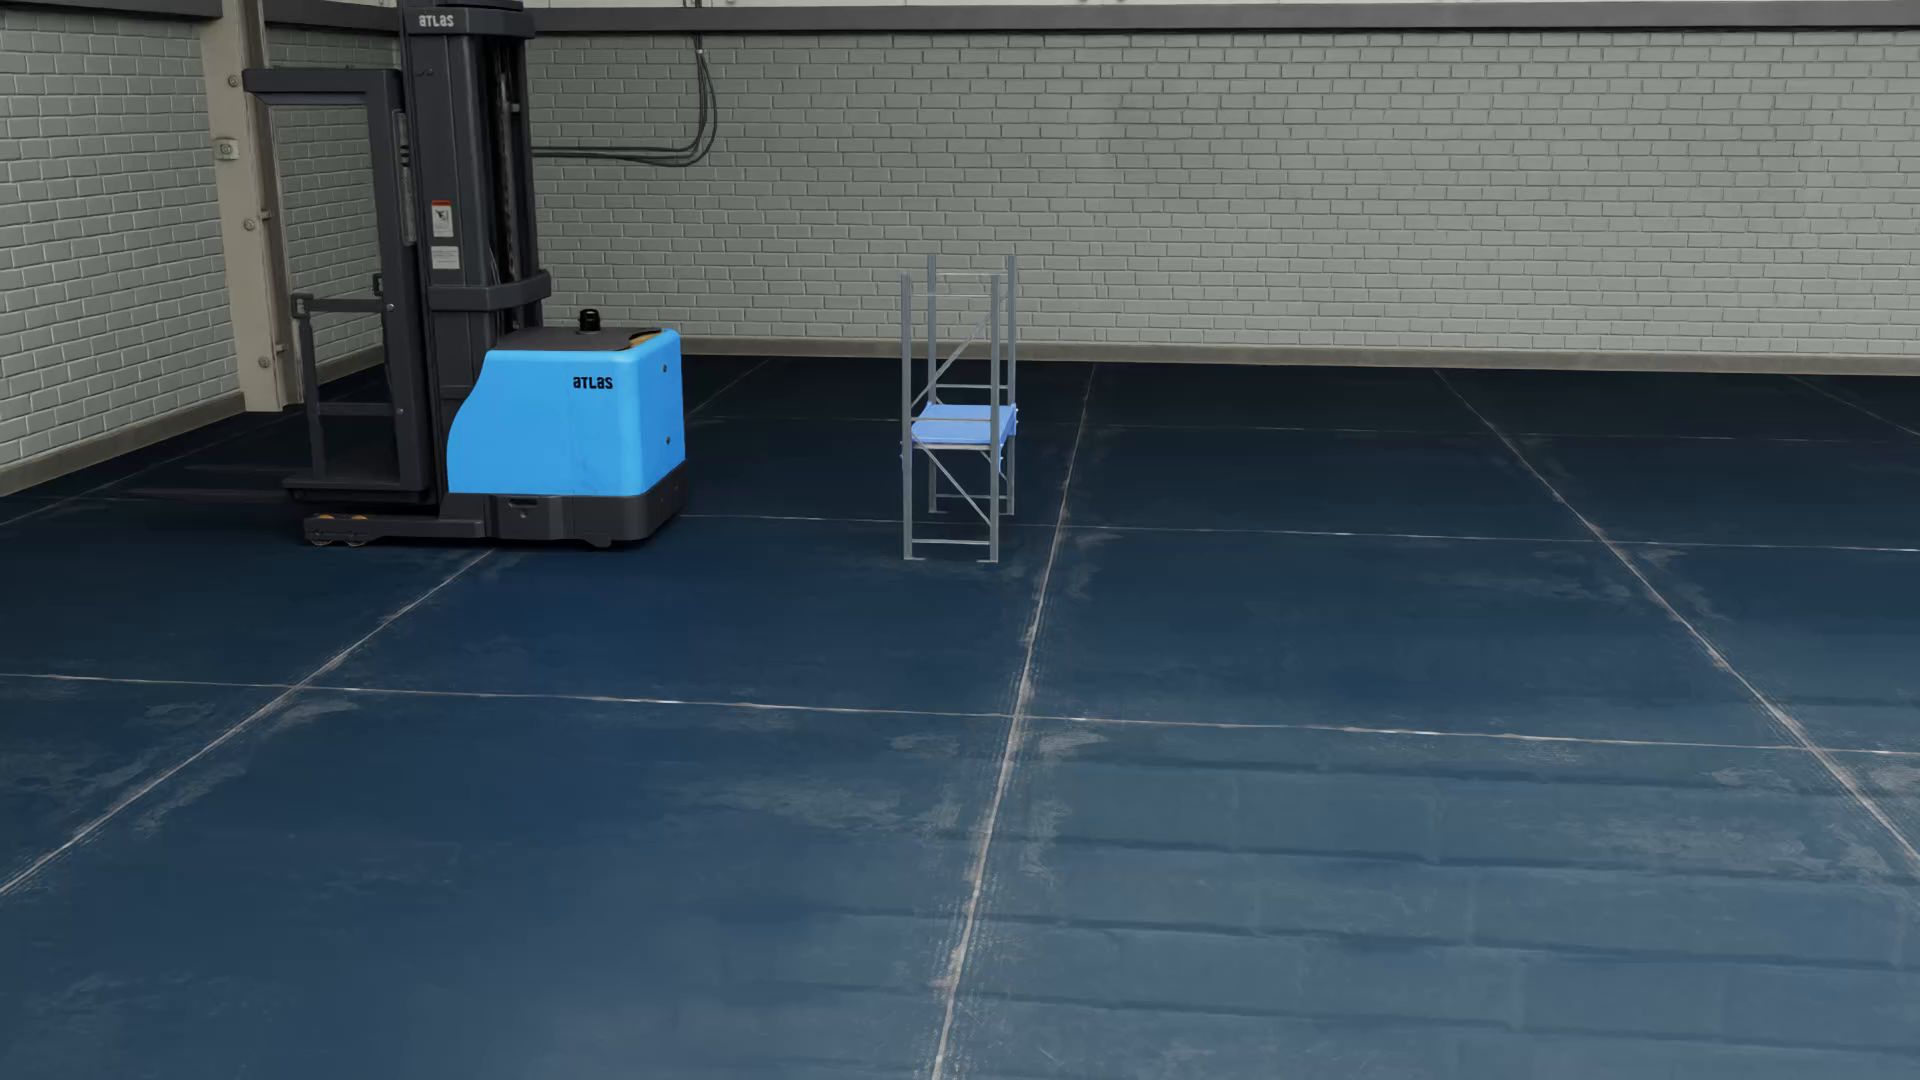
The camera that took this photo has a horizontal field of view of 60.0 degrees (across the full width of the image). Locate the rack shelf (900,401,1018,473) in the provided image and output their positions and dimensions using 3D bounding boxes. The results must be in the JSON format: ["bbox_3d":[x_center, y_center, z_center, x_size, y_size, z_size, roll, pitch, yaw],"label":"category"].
[{"bbox_3d":[0.010,-0.572,9.095,0.538,0.185,1.000,2,15,6],"label":"rack shelf"}]

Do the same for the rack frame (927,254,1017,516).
[{"bbox_3d":[0.067,-0.878,9.536,0.500,1.500,0.032,2,15,6],"label":"rack frame"}]

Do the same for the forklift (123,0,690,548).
[{"bbox_3d":[-3.141,-1.514,9.147,3.031,2.935,1.130,1,15,5],"label":"forklift"}]

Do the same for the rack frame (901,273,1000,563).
[{"bbox_3d":[-0.048,-0.614,8.561,0.500,1.500,0.032,2,15,6],"label":"rack frame"}]

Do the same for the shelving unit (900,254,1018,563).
[{"bbox_3d":[0.010,-0.746,9.048,0.538,1.500,1.048,2,15,6],"label":"shelving unit"}]

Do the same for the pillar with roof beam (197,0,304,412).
[{"bbox_3d":[-1.100,-5.261,11.380,9.100,9.000,0.400,2,15,6],"label":"pillar with roof beam"}]

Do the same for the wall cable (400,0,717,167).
[{"bbox_3d":[-3.731,-4.614,14.936,3.097,2.526,0.112,2,15,6],"label":"wall cable"}]
